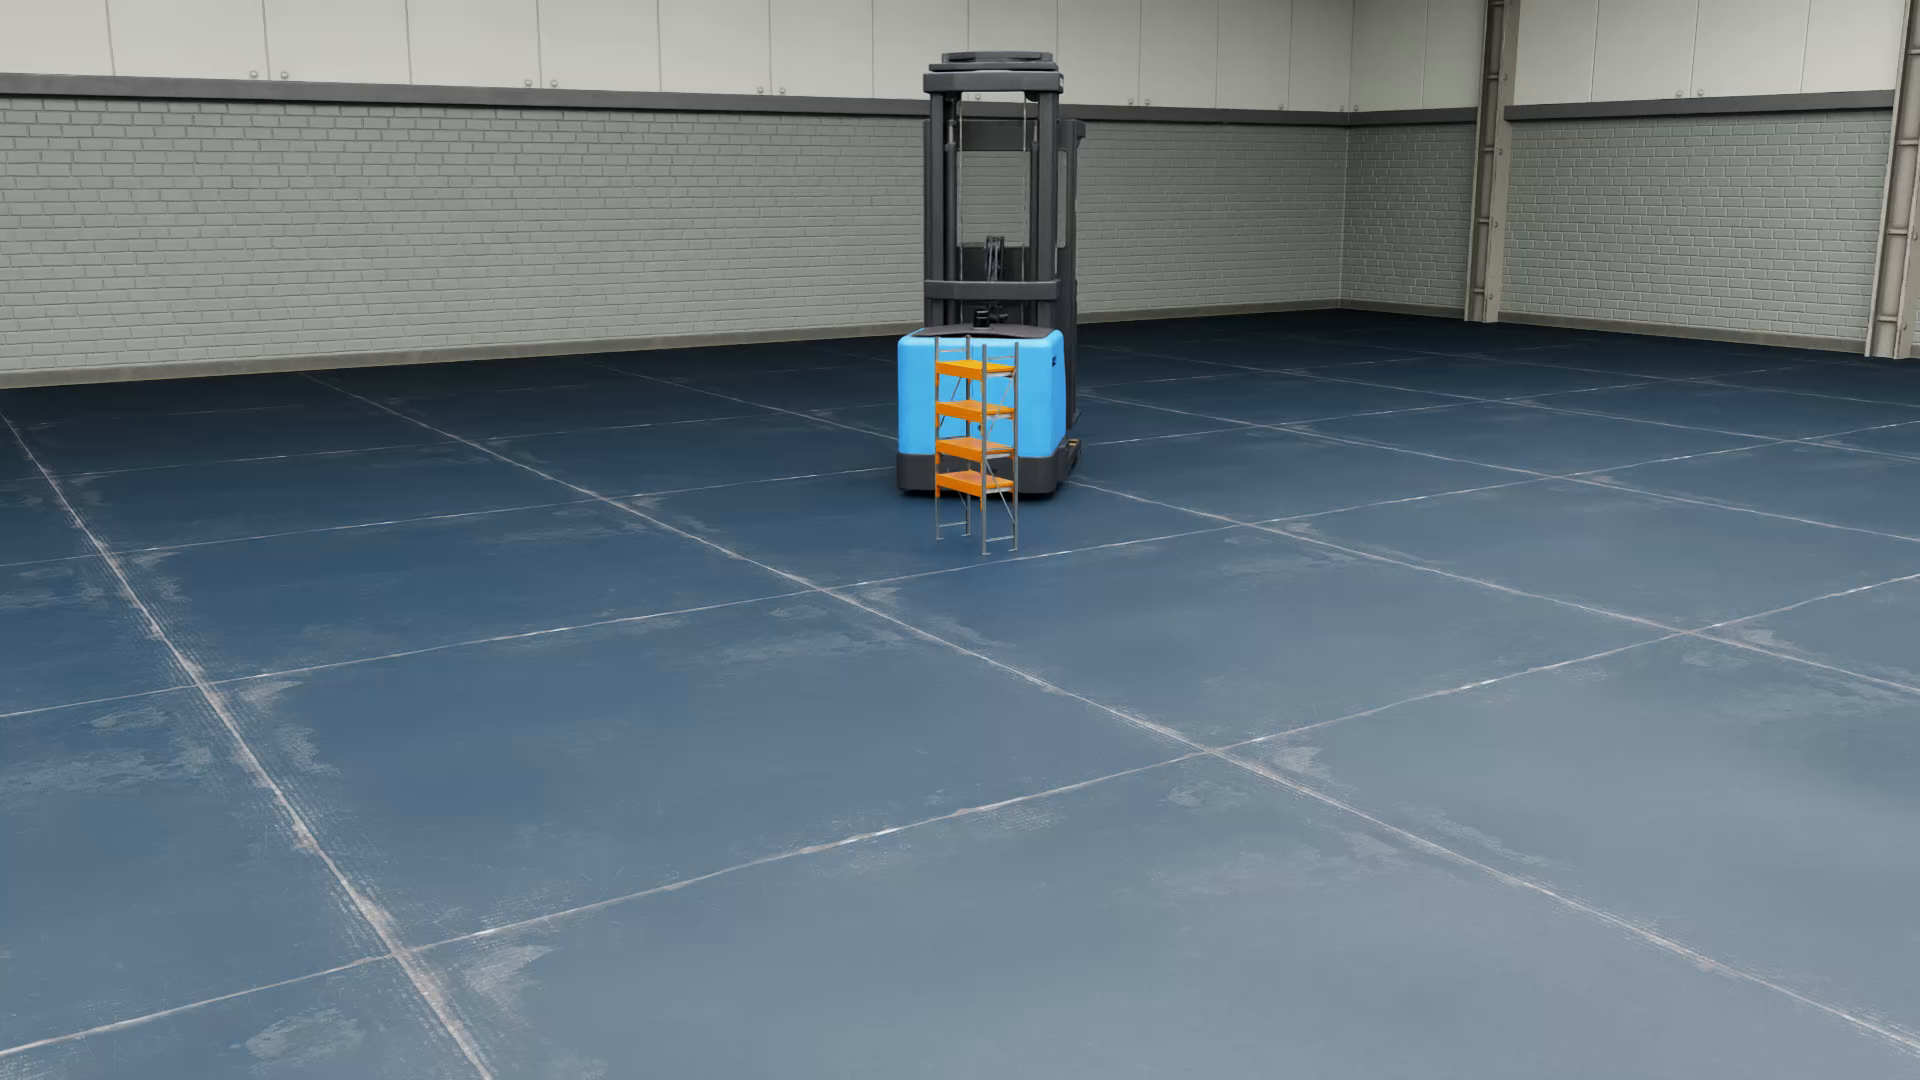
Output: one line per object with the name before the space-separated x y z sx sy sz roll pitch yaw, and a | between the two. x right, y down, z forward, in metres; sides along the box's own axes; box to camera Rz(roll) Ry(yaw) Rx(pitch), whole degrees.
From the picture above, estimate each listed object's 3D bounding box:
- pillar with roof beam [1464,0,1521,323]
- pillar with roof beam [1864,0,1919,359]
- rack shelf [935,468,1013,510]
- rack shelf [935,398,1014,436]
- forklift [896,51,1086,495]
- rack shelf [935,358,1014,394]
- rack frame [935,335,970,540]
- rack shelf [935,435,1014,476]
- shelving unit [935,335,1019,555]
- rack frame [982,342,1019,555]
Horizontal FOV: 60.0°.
pillar with roof beam | 4.176 -7.143 21.462 9.100 9.000 0.400 -8 15 -33
pillar with roof beam | 7.500 -6.076 16.583 9.100 9.000 0.400 -8 15 -33
rack shelf | 0.092 -0.297 9.656 0.258 0.148 0.480 -8 15 -33
rack shelf | 0.092 -0.710 9.566 0.258 0.148 0.480 -8 15 -33
forklift | 0.323 -2.000 12.148 1.130 2.935 3.031 2 12 9
rack shelf | 0.092 -0.941 9.515 0.258 0.148 0.480 -8 15 -33
rack frame | -0.043 -0.600 9.797 0.240 1.200 0.015 -8 15 -33
rack shelf | 0.092 -0.491 9.613 0.258 0.148 0.480 -8 15 -33
shelving unit | 0.092 -0.557 9.599 0.258 1.200 0.503 -8 15 -33
rack frame | 0.227 -0.513 9.401 0.240 1.200 0.015 -8 15 -33
